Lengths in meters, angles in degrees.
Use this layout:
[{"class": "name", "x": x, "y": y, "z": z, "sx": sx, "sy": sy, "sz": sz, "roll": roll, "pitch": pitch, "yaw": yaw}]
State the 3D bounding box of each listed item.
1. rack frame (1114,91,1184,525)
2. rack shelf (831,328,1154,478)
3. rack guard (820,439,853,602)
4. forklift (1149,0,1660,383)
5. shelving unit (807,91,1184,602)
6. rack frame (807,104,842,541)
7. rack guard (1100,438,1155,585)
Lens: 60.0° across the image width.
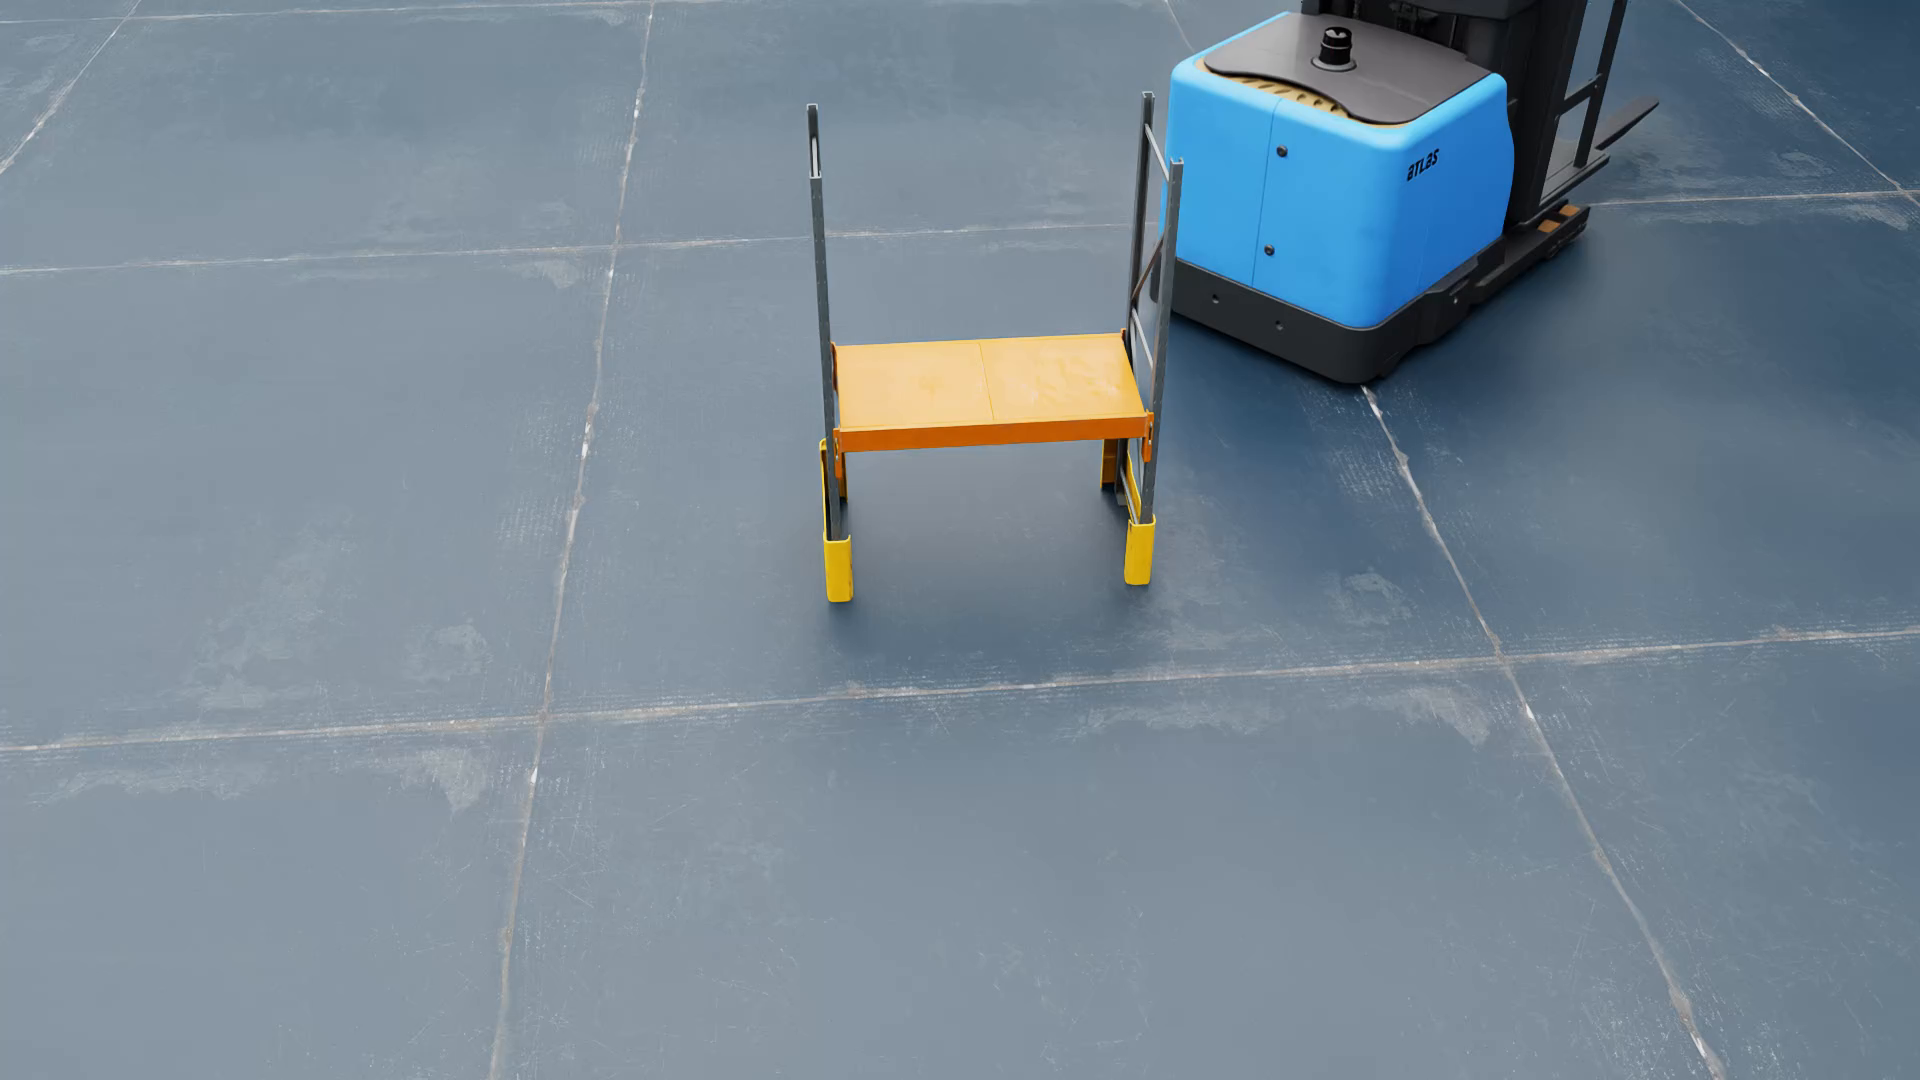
[{"class": "rack frame", "x": 0.591, "y": -0.621, "z": 5.327, "sx": 0.032, "sy": 1.500, "sz": 0.500, "roll": -3, "pitch": 38, "yaw": -4}, {"class": "rack shelf", "x": 0.085, "y": -0.452, "z": 5.403, "sx": 1.000, "sy": 0.185, "sz": 0.538, "roll": -3, "pitch": 38, "yaw": -4}, {"class": "rack guard", "x": -0.420, "y": -0.075, "z": 5.643, "sx": 0.087, "sy": 0.250, "sz": 0.587, "roll": -3, "pitch": 38, "yaw": -4}, {"class": "forklift", "x": 2.153, "y": -2.580, "z": 6.653, "sx": 1.130, "sy": 2.935, "sz": 3.031, "roll": 29, "pitch": 47, "yaw": 32}, {"class": "shelving unit", "x": 0.076, "y": -0.593, "z": 5.291, "sx": 1.083, "sy": 1.500, "sz": 0.587, "roll": -3, "pitch": 38, "yaw": -4}, {"class": "rack frame", "x": -0.421, "y": -0.566, "z": 5.256, "sx": 0.032, "sy": 1.500, "sz": 0.500, "roll": -3, "pitch": 38, "yaw": -4}, {"class": "rack guard", "x": 0.572, "y": -0.130, "z": 5.712, "sx": 0.087, "sy": 0.250, "sz": 0.587, "roll": -3, "pitch": 38, "yaw": -4}]
